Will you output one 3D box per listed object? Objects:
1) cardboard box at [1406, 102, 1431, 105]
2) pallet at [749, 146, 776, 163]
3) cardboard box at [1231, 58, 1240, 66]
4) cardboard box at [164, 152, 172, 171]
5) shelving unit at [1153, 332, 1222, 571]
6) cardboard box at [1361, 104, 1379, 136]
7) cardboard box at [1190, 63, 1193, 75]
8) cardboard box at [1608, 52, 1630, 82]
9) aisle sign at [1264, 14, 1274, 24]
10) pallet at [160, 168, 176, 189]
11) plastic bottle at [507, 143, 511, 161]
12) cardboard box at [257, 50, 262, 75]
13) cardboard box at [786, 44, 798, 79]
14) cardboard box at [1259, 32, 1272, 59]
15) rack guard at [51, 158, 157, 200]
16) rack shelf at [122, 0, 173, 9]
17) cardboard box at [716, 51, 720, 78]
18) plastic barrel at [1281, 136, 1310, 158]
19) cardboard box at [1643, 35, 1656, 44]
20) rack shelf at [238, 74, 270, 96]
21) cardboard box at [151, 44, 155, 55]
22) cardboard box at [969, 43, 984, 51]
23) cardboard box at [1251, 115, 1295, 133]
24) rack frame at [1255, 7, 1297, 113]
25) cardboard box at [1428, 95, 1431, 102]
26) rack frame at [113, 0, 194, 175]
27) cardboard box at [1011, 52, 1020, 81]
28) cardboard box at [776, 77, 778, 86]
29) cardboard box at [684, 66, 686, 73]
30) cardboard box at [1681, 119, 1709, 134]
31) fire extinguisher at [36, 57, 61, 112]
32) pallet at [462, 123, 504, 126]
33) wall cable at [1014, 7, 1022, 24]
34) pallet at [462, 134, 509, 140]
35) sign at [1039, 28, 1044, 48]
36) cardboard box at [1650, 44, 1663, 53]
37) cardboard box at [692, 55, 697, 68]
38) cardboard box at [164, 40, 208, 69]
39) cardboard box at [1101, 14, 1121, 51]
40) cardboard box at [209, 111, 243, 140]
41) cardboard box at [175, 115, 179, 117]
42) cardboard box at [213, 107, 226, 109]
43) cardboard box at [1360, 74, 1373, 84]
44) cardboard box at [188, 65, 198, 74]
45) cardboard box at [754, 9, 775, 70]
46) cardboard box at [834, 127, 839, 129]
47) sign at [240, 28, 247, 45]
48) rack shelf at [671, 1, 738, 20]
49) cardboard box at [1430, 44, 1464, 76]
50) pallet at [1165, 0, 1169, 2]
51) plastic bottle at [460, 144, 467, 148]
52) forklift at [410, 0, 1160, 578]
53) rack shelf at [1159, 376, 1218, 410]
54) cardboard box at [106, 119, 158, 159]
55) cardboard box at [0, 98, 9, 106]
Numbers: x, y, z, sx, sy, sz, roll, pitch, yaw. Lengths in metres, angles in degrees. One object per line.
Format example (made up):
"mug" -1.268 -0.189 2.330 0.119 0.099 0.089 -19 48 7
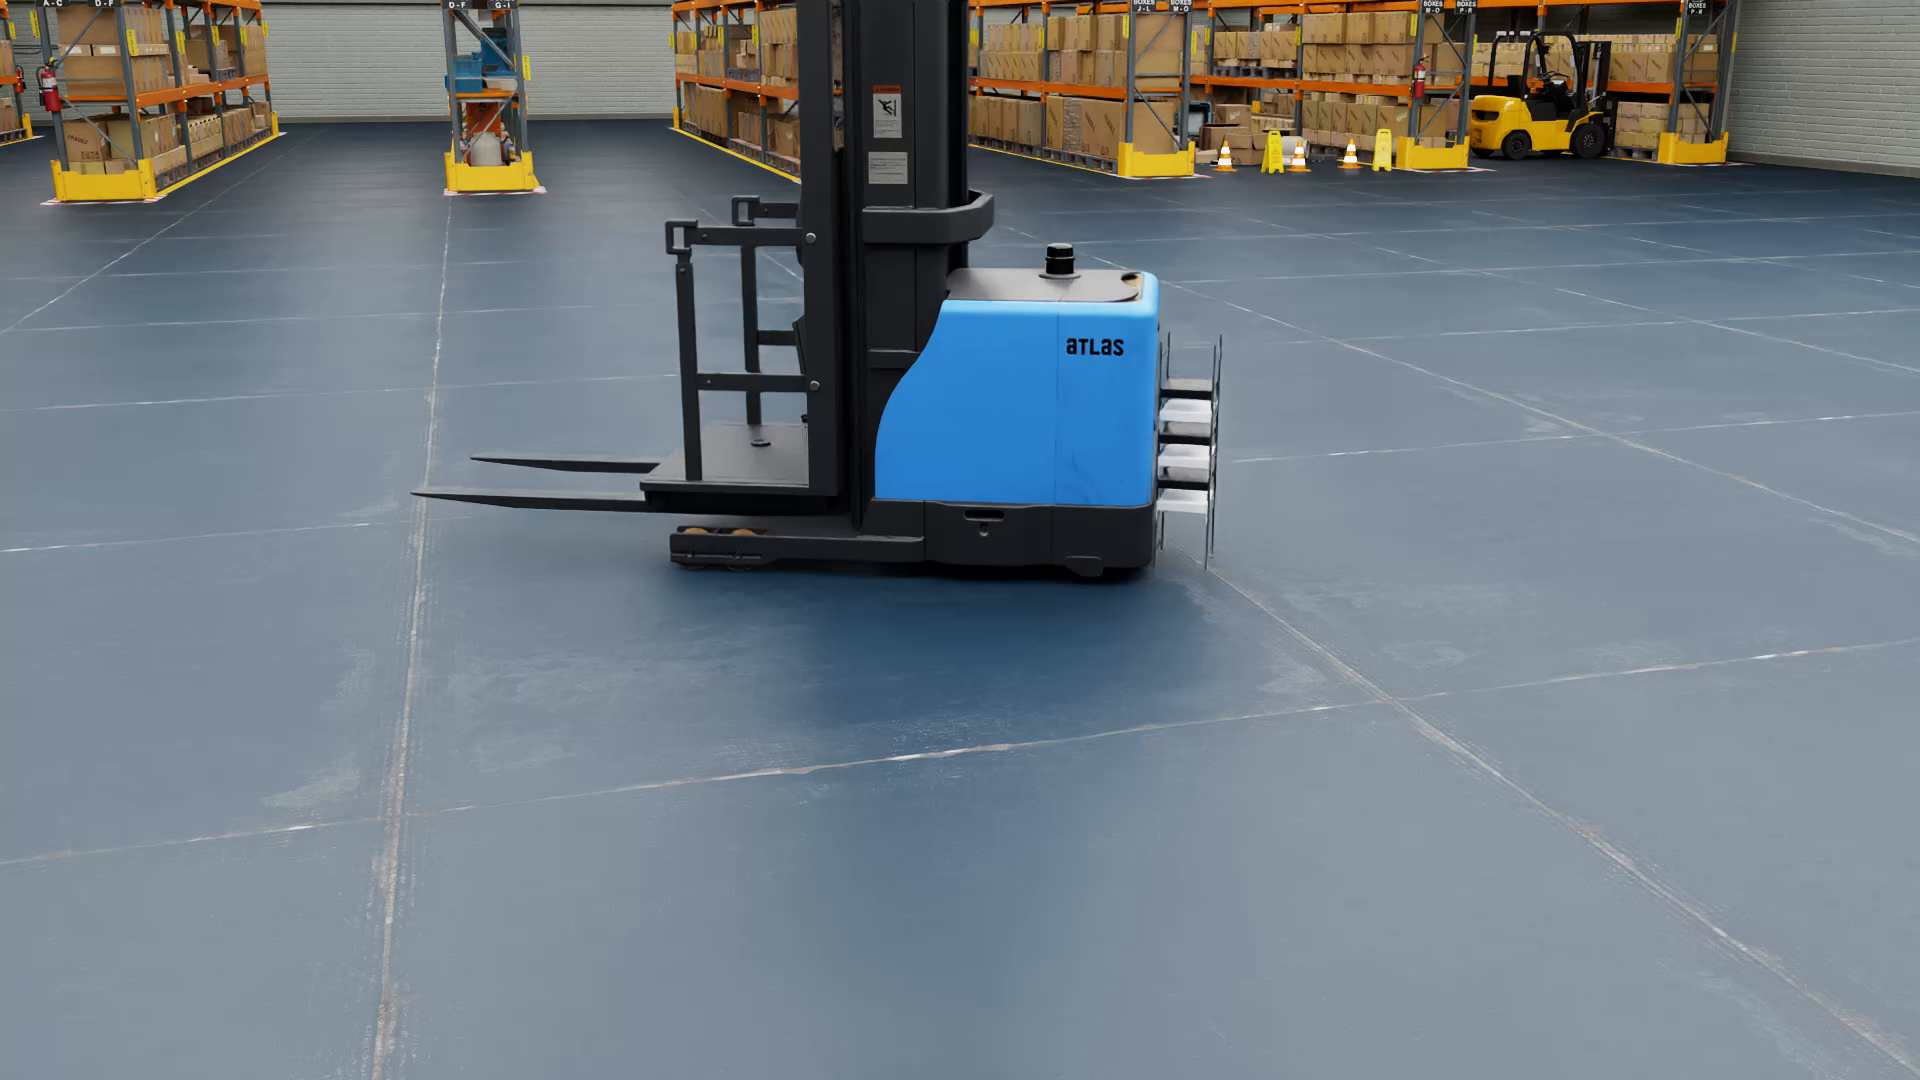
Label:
"cardboard box" 10.014 -9.240 36.114 0.500 0.500 0.500 -4 17 -14
"pallet" -3.079 -6.732 28.998 1.003 0.211 1.213 -5 17 -15
"cardboard box" 5.608 -9.481 33.007 0.380 0.149 0.250 -5 17 -15
"cardboard box" -11.635 -5.429 23.862 0.500 0.250 0.500 -5 17 -15
"shelving unit" 0.895 -0.348 6.544 0.210 0.900 0.258 4 17 14
"cardboard box" 7.146 -7.118 28.181 0.500 0.500 0.500 -4 17 -13
"cardboard box" 5.021 -9.930 35.057 0.500 0.250 0.500 -4 17 -14
"cardboard box" 11.873 -8.372 29.437 0.500 0.500 0.500 -5 17 -16
"aisle sign" 7.837 -13.590 42.460 0.394 0.787 0.004 -5 17 -15
"pallet" -11.873 -5.174 23.809 1.003 0.211 1.213 -5 17 -15
"plastic bottle" -6.903 -5.963 25.568 0.097 0.271 0.097 0 17 0
"cardboard box" -15.025 -10.054 35.034 0.500 0.500 0.500 -5 17 -15
"cardboard box" -2.142 -7.220 25.082 0.875 0.500 0.500 -5 17 -15
"cardboard box" 6.043 -9.418 31.669 0.500 0.500 0.500 -4 17 -13
"rack guard" -11.284 -4.760 21.930 1.175 0.500 0.348 -5 17 -15
"rack shelf" -11.840 -7.609 23.107 1.077 0.370 4.000 -5 17 -15
"cardboard box" -4.468 -9.262 32.399 0.500 0.500 0.500 -5 17 -16
"plastic barrel" 5.740 -6.748 28.679 0.512 0.421 0.421 7 18 23
"cardboard box" 12.039 -8.643 28.692 0.380 0.149 0.250 -4 17 -14
"rack shelf" -15.138 -9.492 34.588 1.077 0.370 4.000 -5 17 -15
"cardboard box" -11.762 -7.019 23.805 0.380 0.149 0.250 -4 17 -14
"cardboard box" 0.258 -9.788 32.997 0.380 0.149 0.250 -5 18 -17
"cardboard box" 6.124 -8.114 32.589 0.950 0.372 0.625 -4 17 -13
"rack frame" 8.138 -12.349 42.849 1.000 3.000 0.127 -5 17 -15
"cardboard box" 10.446 -9.695 36.502 0.380 0.149 0.250 -4 17 -14
"rack frame" -12.390 -7.071 25.276 1.000 3.000 0.127 -5 17 -15
"cardboard box" 1.255 -8.668 30.419 0.500 0.500 0.500 -5 17 -15
"cardboard box" -2.727 -7.305 26.495 0.380 0.149 0.250 -5 17 -15
"cardboard box" -5.957 -10.502 37.137 0.380 0.149 0.250 -5 17 -17
"cardboard box" 12.606 -7.193 28.866 0.500 0.250 0.500 -4 17 -14
"fire extinguisher" -11.705 -5.858 21.373 0.296 0.674 0.183 -5 17 -15
"pallet" -10.735 -9.214 37.258 1.003 0.211 1.213 -5 17 -15
"wall cable" 1.795 -14.015 46.574 0.585 1.953 0.123 -5 17 -15
"pallet" -9.314 -7.784 32.498 1.003 0.211 1.213 -5 17 -15
"sign" 1.414 -8.688 28.786 0.100 0.325 0.005 -5 17 -15
"cardboard box" 12.072 -8.424 28.480 0.380 0.149 0.250 -4 17 -14
"cardboard box" -5.436 -10.238 35.563 0.500 0.250 0.500 -5 17 -16
"cardboard box" -13.771 -8.591 29.435 0.700 0.500 0.500 -12 20 -34
"cardboard box" 2.728 -7.950 26.066 0.875 0.550 0.550 -5 17 -15
"cardboard box" -13.770 -7.766 31.173 0.500 0.500 0.500 -5 18 -17
"cardboard box" -13.628 -7.162 28.655 0.500 0.311 0.500 -4 17 -13
"cardboard box" -15.018 -8.432 33.389 0.500 0.500 0.500 -5 17 -15
"cardboard box" 7.037 -7.844 28.289 0.380 0.149 0.250 -5 17 -16
"cardboard box" -13.431 -8.030 28.626 0.500 0.311 0.500 -4 17 -12
"cardboard box" -2.948 -8.572 28.502 1.000 1.000 1.000 -5 17 -15
"cardboard box" -2.117 -6.087 25.617 0.500 0.500 0.500 0 17 -1
"sign" -14.056 -9.883 32.626 0.100 0.325 0.005 -5 17 -15
"rack shelf" -5.612 -11.711 36.761 1.077 0.370 4.000 -5 17 -15
"cardboard box" 7.900 -7.873 27.257 0.500 0.500 0.500 -5 17 -16
"pallet" 5.027 -11.572 35.376 1.003 0.211 1.213 -4 17 -13
"plastic bottle" -7.534 -5.845 25.165 0.152 0.276 0.135 -5 17 -17
"forklift" -0.714 -1.426 6.604 3.031 2.935 1.130 2 17 7
"rack shelf" 0.894 -0.574 6.476 0.200 0.077 0.258 4 17 14
"cardboard box" -11.363 -5.512 22.832 0.500 0.500 0.500 -5 17 -15
"cardboard box" -19.880 -9.034 34.301 0.380 0.149 0.250 -4 17 -14
